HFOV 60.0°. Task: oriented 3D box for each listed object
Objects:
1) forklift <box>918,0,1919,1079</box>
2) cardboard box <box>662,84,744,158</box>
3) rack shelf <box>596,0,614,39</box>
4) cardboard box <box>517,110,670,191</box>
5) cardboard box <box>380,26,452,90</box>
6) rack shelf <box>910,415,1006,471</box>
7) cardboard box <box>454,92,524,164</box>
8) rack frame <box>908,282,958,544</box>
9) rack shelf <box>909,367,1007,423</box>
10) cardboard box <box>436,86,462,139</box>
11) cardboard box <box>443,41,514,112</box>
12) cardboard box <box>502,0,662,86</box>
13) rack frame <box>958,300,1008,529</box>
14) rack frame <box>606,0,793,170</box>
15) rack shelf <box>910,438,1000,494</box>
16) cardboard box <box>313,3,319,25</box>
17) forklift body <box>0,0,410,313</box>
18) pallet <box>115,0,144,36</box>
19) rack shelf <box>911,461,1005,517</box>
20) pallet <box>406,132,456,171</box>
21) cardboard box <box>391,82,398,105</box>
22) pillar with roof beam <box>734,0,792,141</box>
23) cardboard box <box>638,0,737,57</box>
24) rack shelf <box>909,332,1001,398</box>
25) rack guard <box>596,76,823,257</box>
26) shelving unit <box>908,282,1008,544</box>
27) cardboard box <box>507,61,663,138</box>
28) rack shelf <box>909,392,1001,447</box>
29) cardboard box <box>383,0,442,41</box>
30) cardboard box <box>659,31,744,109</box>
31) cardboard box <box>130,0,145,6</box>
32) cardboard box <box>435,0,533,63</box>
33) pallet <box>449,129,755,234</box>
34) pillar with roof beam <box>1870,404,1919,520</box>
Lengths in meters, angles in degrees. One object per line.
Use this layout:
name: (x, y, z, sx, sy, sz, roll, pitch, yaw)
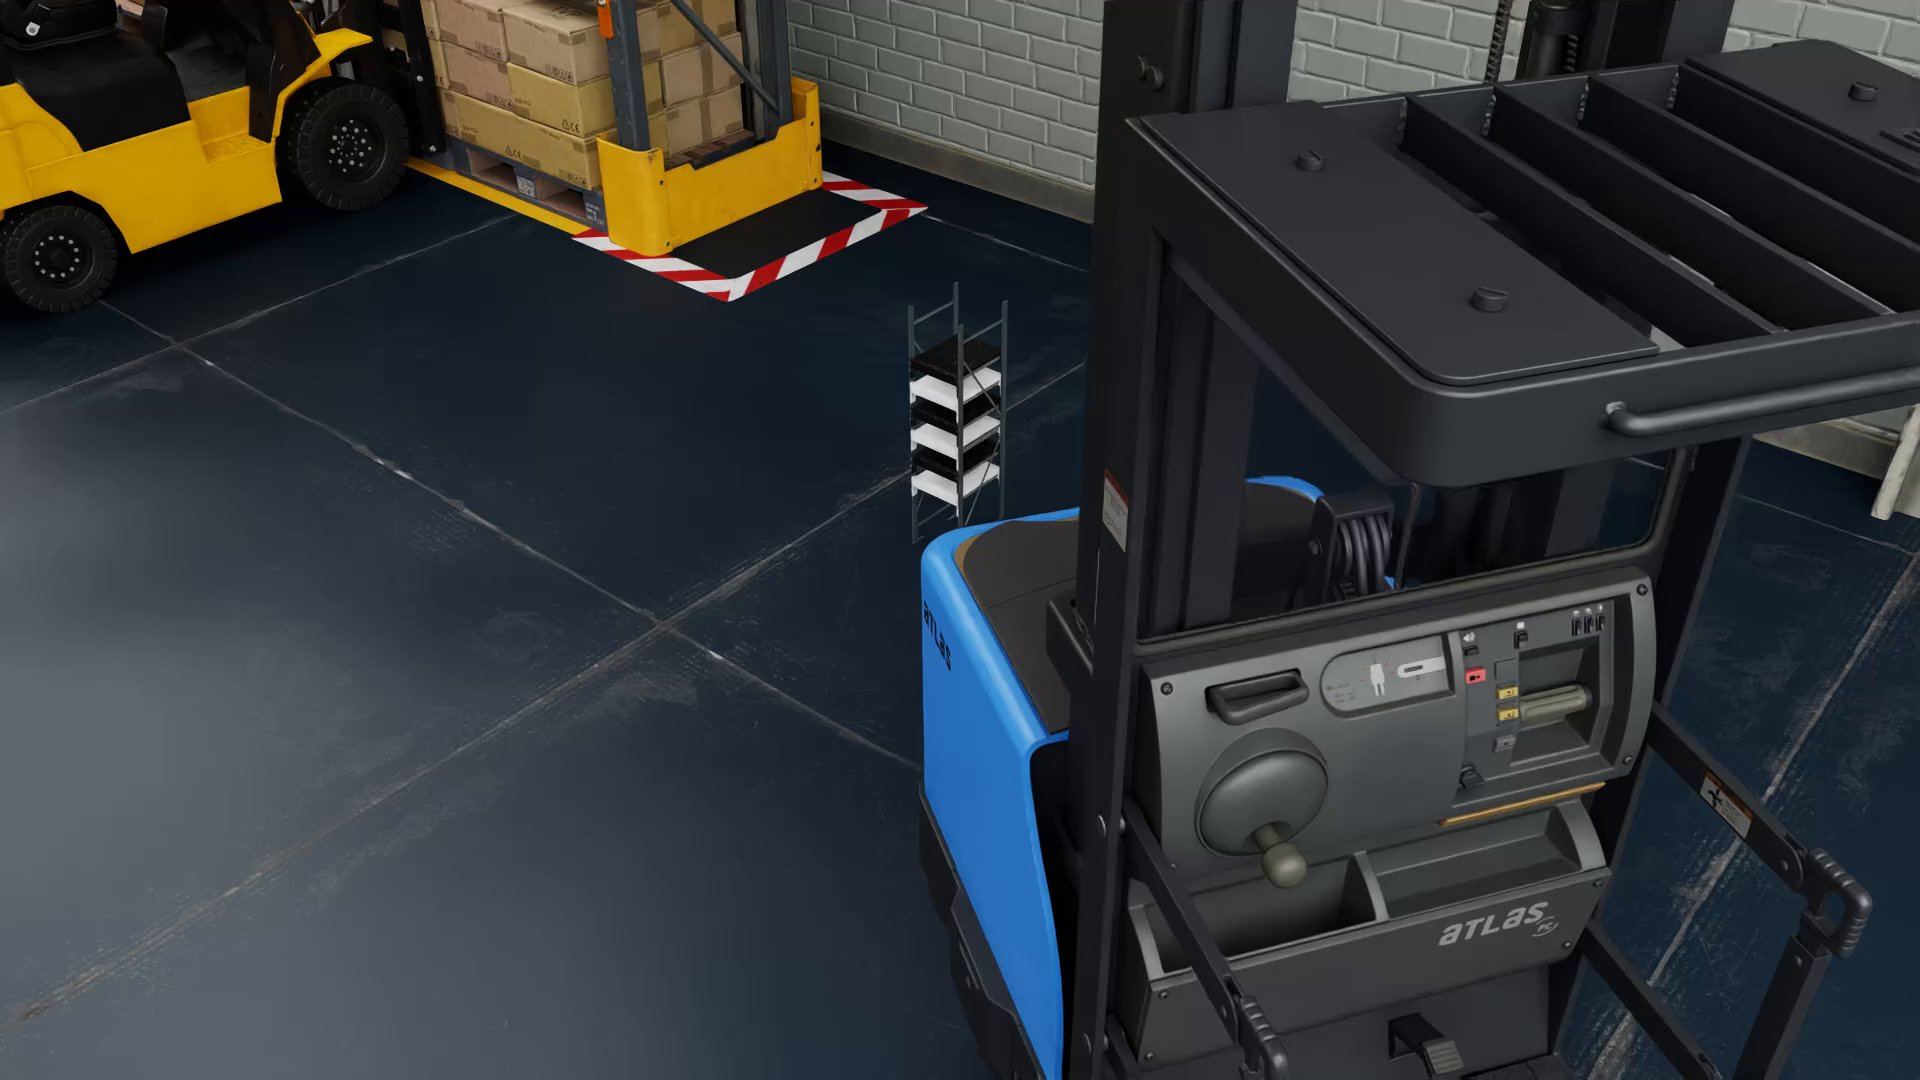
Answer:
forklift: (0.820, 0.375, 2.615, 1.130, 2.935, 3.031, -10, 36, -14)
cardboard box: (-1.439, -2.152, 8.292, 0.500, 0.250, 0.500, 25, 42, 32)
rack shelf: (-2.723, -3.277, 8.508, 4.000, 0.370, 1.077, 25, 42, 32)
cardboard box: (-1.750, -1.922, 7.956, 0.500, 0.250, 0.500, 26, 42, 32)
cardboard box: (-2.549, -2.499, 8.356, 0.500, 0.250, 0.500, 24, 41, 31)
rack shelf: (-0.006, -0.346, 5.518, 0.200, 0.077, 0.258, 25, 42, 32)
cardboard box: (-2.126, -2.106, 8.225, 0.500, 0.250, 0.500, 25, 42, 32)
rack frame: (-0.084, -0.411, 5.553, 0.006, 0.900, 0.240, 25, 42, 32)
rack shelf: (-0.006, -0.495, 5.417, 0.200, 0.077, 0.258, 25, 42, 32)
cardboard box: (-2.504, -2.291, 8.494, 0.500, 0.250, 0.500, 26, 42, 32)
cardboard box: (-2.139, -2.322, 8.097, 0.500, 0.250, 0.500, 25, 42, 31)
cardboard box: (-1.740, -2.332, 7.671, 0.500, 0.250, 0.500, 27, 43, 33)
rack frame: (0.072, -0.337, 5.446, 0.006, 0.900, 0.240, 25, 42, 32)
rack frame: (-1.186, -2.849, 7.249, 0.127, 3.000, 1.000, 25, 42, 32)
rack shelf: (-0.006, -0.272, 5.569, 0.200, 0.077, 0.258, 25, 42, 32)
cardboard box: (-3.319, -2.866, 8.889, 0.500, 0.250, 0.500, 25, 42, 31)
forklift body: (-3.811, -2.393, 7.334, 1.214, 2.155, 2.313, 25, 42, 32)
pallet: (-4.852, -3.399, 10.512, 1.213, 0.211, 1.003, 25, 42, 32)
rack shelf: (-0.006, -0.198, 5.620, 0.200, 0.077, 0.258, 25, 42, 32)
pallet: (-2.734, -2.401, 9.059, 1.213, 0.211, 1.003, 25, 42, 32)
cardboard box: (-2.918, -2.469, 8.754, 0.500, 0.250, 0.500, 27, 43, 33)
pillar with roof beam: (-3.899, -4.094, 3.762, 0.400, 9.000, 9.100, 25, 42, 32)
cardboard box: (-1.435, -2.558, 7.999, 0.500, 0.250, 0.500, 25, 41, 31)
rack shelf: (-0.006, -0.569, 5.366, 0.200, 0.077, 0.258, 25, 42, 32)
rack guard: (-1.168, -1.810, 7.944, 0.348, 0.500, 1.175, 25, 42, 32)
shelving unit: (-0.006, -0.374, 5.500, 0.210, 0.900, 0.258, 25, 42, 32)
cardboard box: (-1.760, -2.135, 7.826, 0.500, 0.250, 0.500, 25, 41, 31)
rack shelf: (-0.006, -0.421, 5.467, 0.200, 0.077, 0.258, 25, 42, 32)
cardboard box: (-2.530, -2.693, 8.196, 0.500, 0.250, 0.500, 26, 42, 32)
cardboard box: (-1.415, -2.356, 8.147, 0.500, 0.250, 0.500, 26, 42, 33)
cardboard box: (-4.669, -3.676, 10.180, 0.625, 0.625, 0.875, 27, 43, 34)
cardboard box: (-2.136, -2.515, 7.937, 0.500, 0.250, 0.500, 26, 42, 33)
pallet: (-1.801, -1.959, 8.415, 1.213, 0.211, 1.003, 25, 42, 32)
pillar with roof beam: (0.712, -1.920, 0.597, 0.400, 9.000, 9.100, 25, 42, 32)
